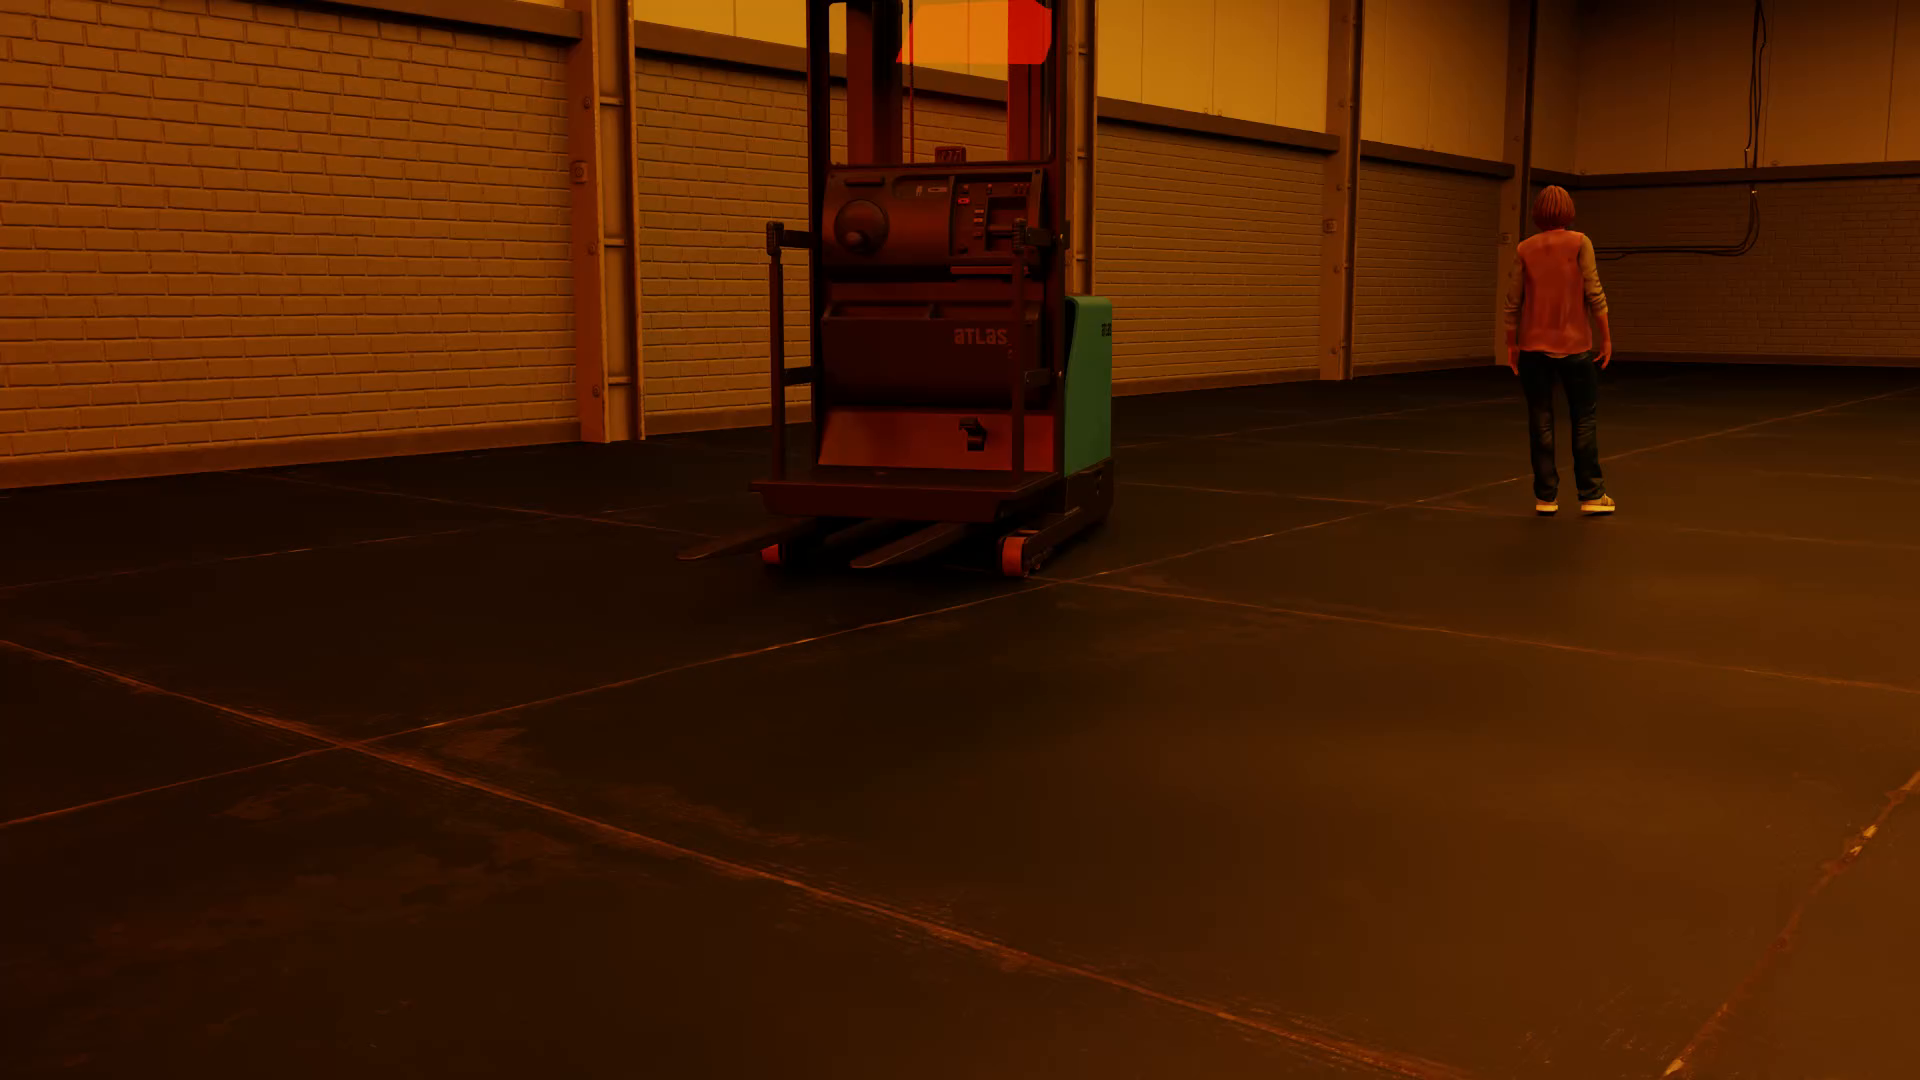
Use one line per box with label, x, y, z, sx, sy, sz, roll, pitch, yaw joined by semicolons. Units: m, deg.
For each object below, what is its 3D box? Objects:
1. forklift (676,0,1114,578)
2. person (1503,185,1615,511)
forklift;-0.176;-1.366;6.616;1.130;2.935;3.031;3;9;17
person;2.966;-0.931;8.205;0.522;1.597;0.474;5;10;33
